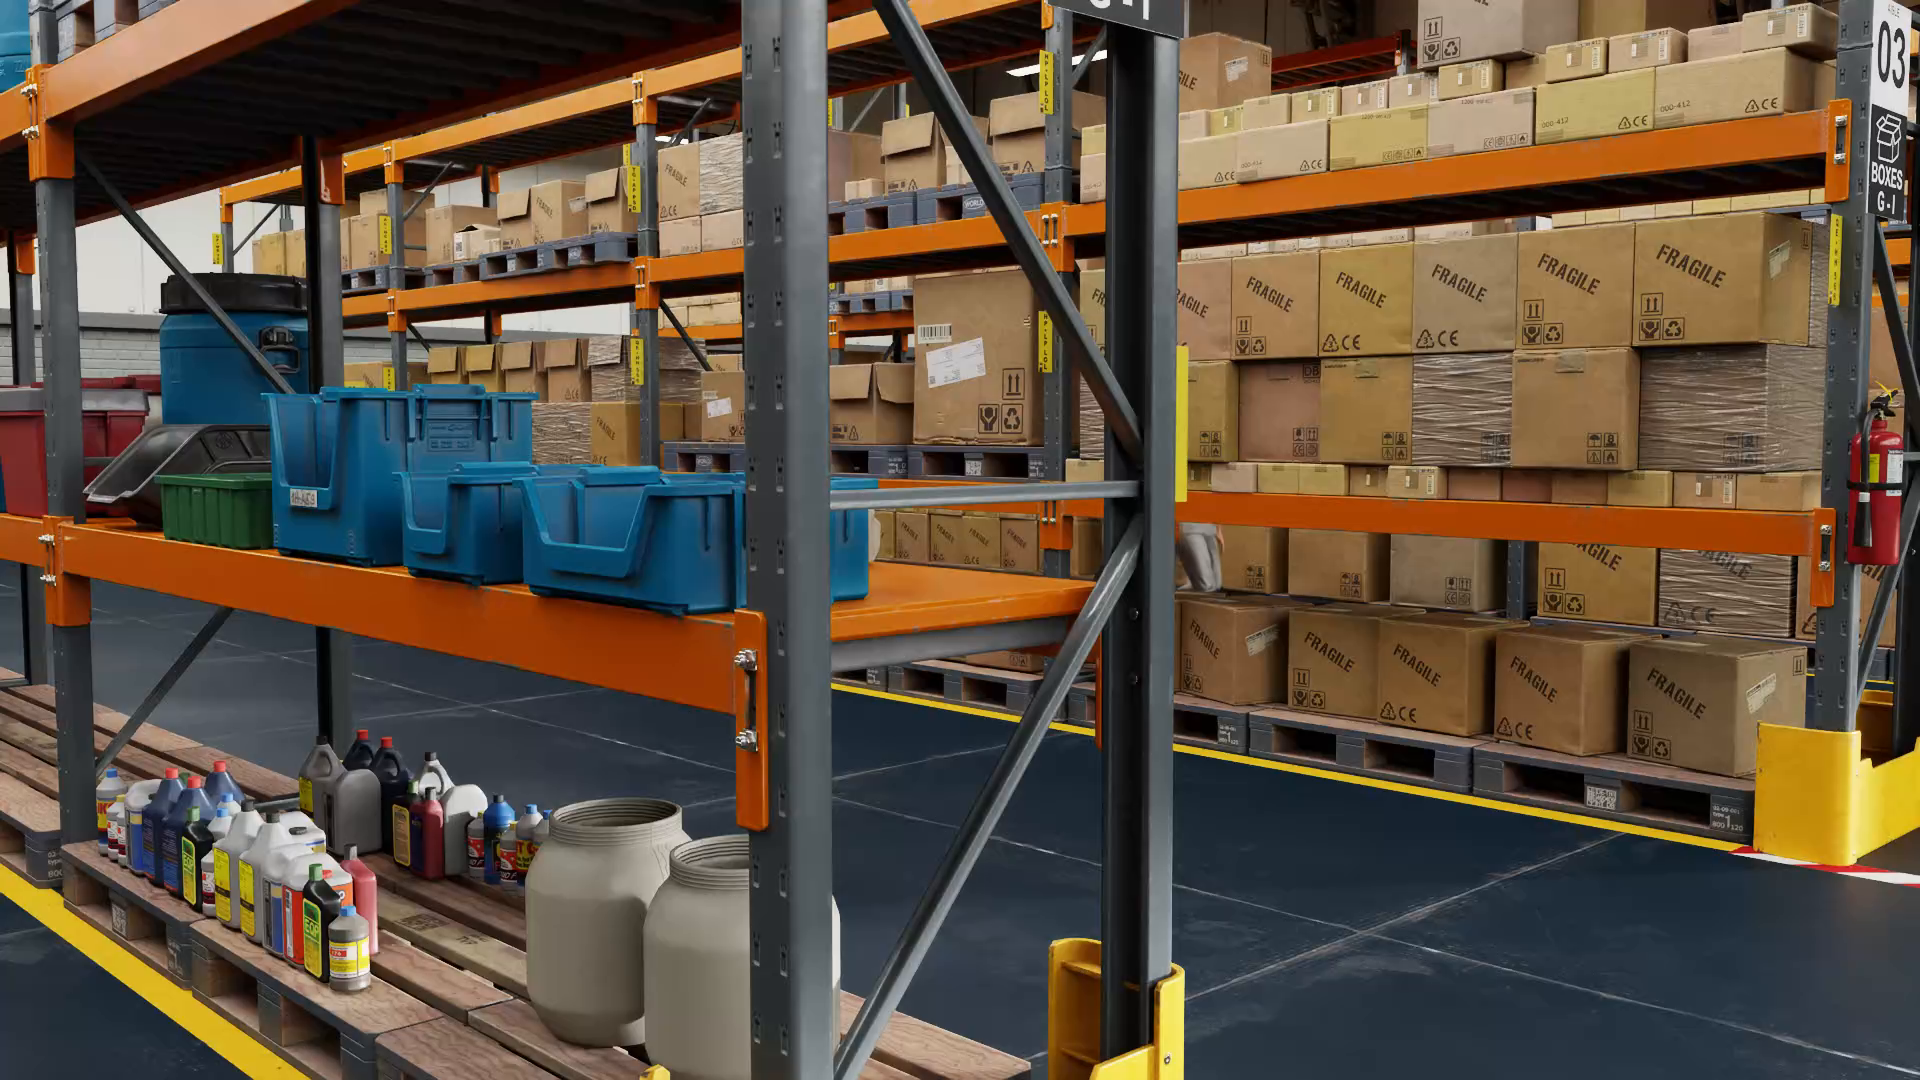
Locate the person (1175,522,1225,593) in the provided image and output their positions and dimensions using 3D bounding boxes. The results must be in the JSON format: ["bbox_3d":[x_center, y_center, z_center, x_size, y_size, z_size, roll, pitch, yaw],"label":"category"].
[{"bbox_3d":[1.600,-0.021,11.691,0.742,1.626,0.446,4,6,43],"label":"person"}]
